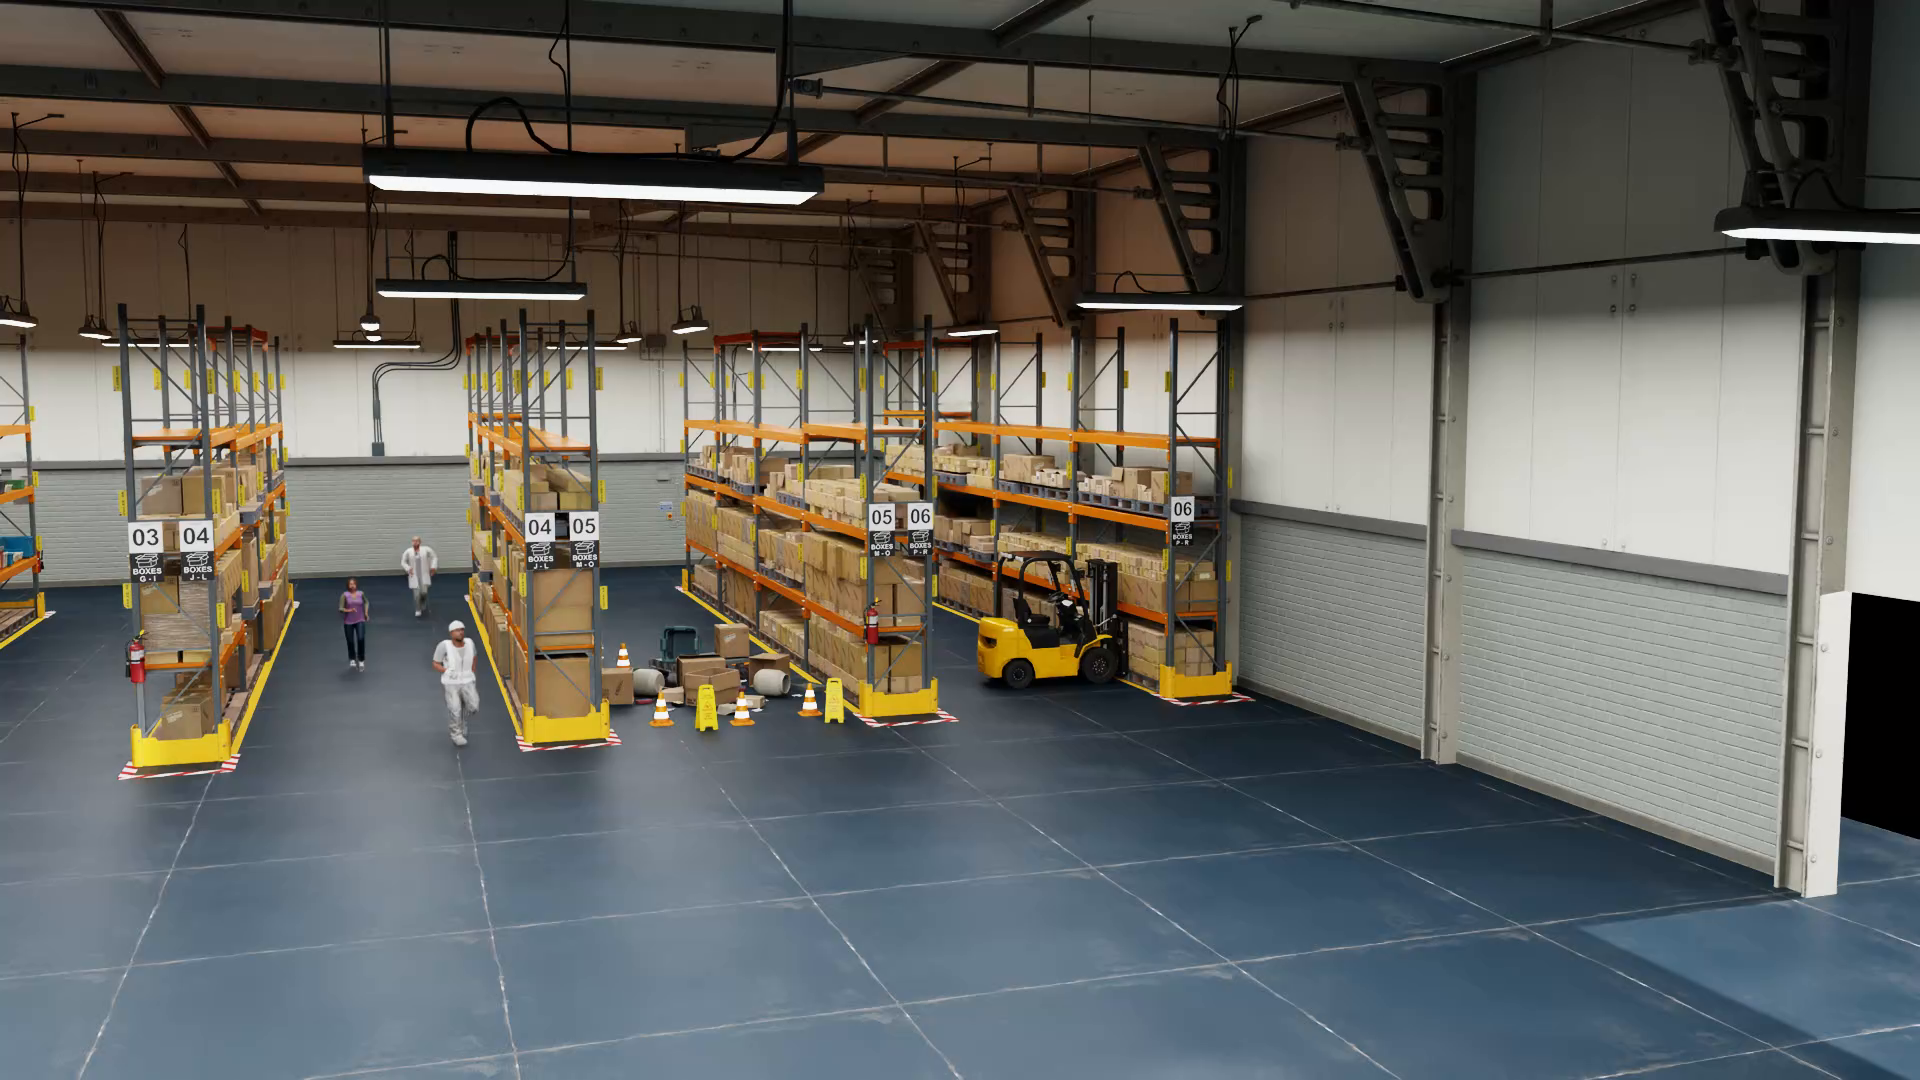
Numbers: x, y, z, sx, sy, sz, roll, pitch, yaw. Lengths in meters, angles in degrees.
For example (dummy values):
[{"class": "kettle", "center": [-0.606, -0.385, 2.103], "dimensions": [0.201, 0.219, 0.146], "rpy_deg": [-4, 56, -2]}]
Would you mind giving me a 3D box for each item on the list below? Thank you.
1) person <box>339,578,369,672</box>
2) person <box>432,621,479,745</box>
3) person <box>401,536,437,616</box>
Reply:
[{"class": "person", "center": [-10.513, 1.466, 28.881], "dimensions": [0.505, 1.622, 0.686], "rpy_deg": [-2, 6, -23]}, {"class": "person", "center": [-6.897, 1.972, 22.912], "dimensions": [0.679, 1.735, 0.591], "rpy_deg": [-4, 7, -39]}, {"class": "person", "center": [-11.529, 0.779, 35.453], "dimensions": [0.725, 1.733, 0.696], "rpy_deg": [-1, 6, -14]}]
